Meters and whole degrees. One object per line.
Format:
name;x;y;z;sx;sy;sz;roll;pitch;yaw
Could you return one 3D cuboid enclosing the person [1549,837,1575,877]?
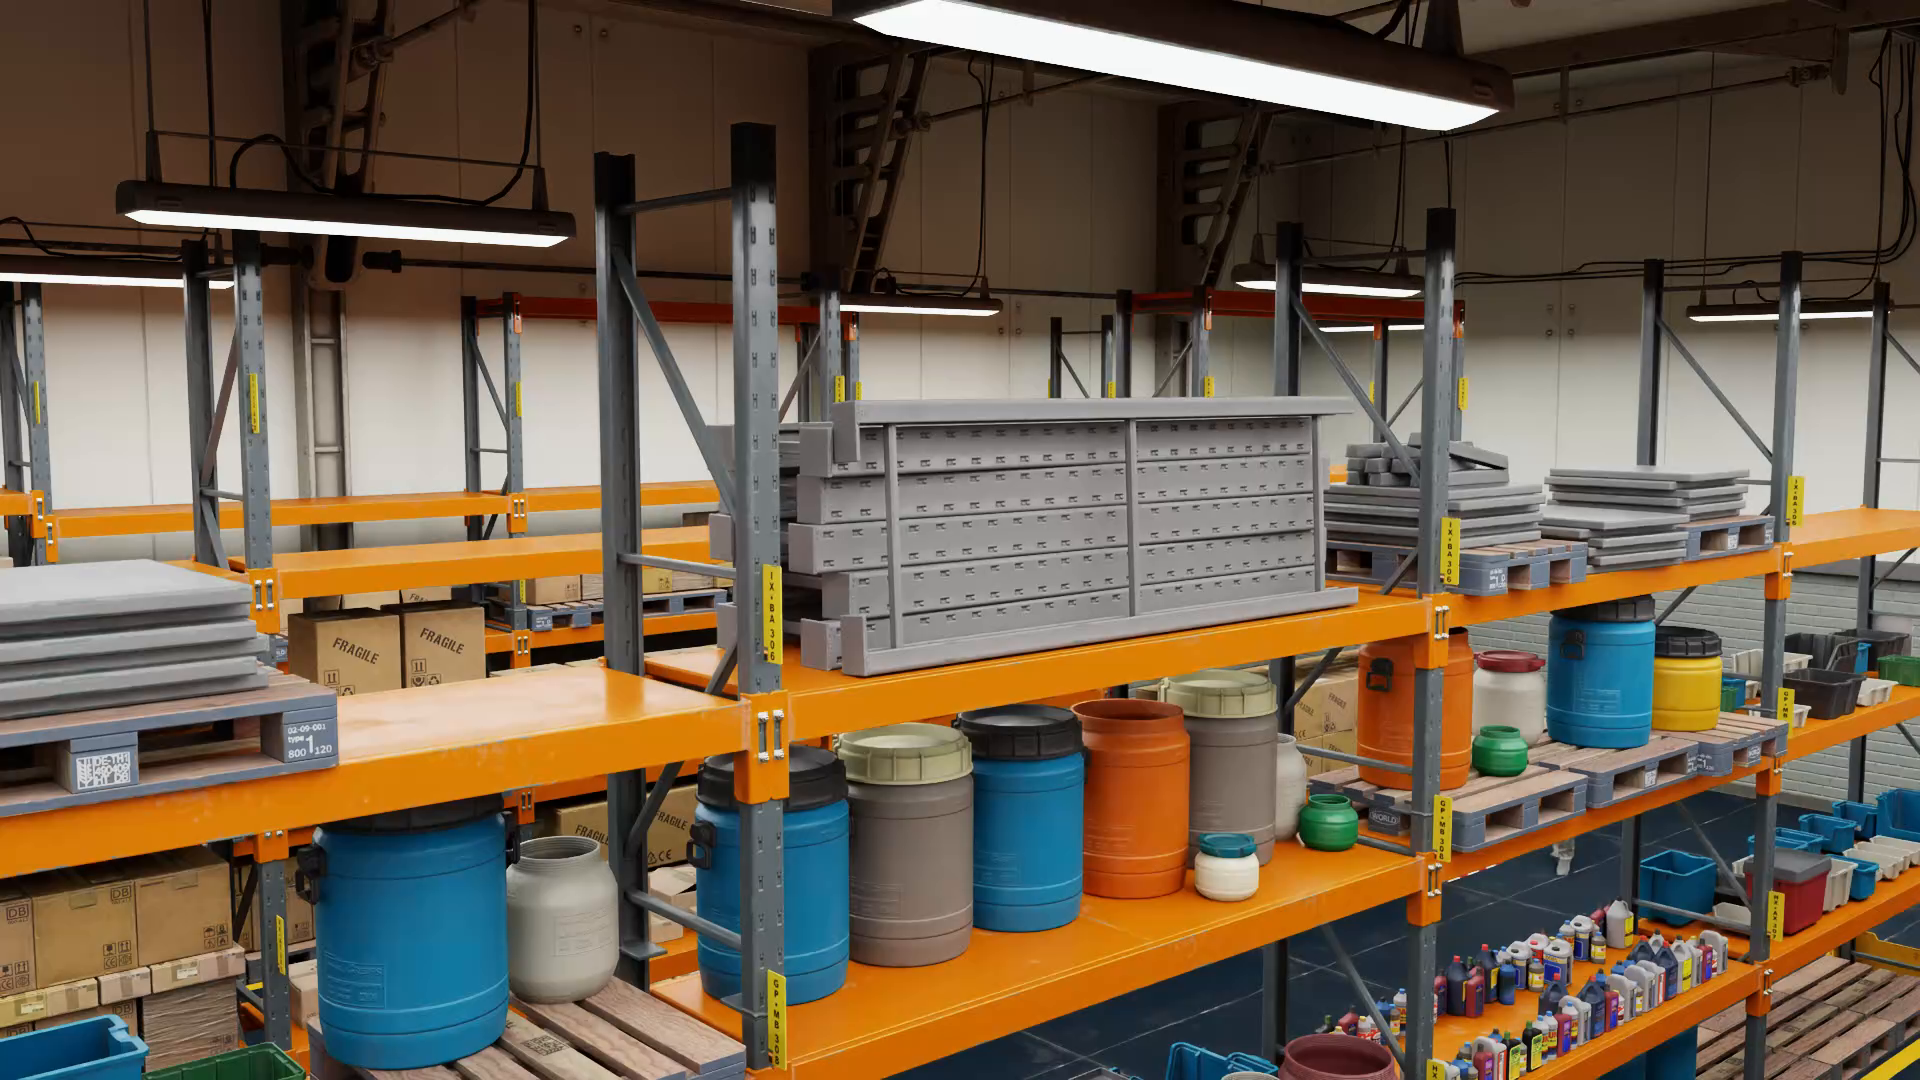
person;6.370;2.616;17.602;0.672;1.835;0.838;3;6;30
